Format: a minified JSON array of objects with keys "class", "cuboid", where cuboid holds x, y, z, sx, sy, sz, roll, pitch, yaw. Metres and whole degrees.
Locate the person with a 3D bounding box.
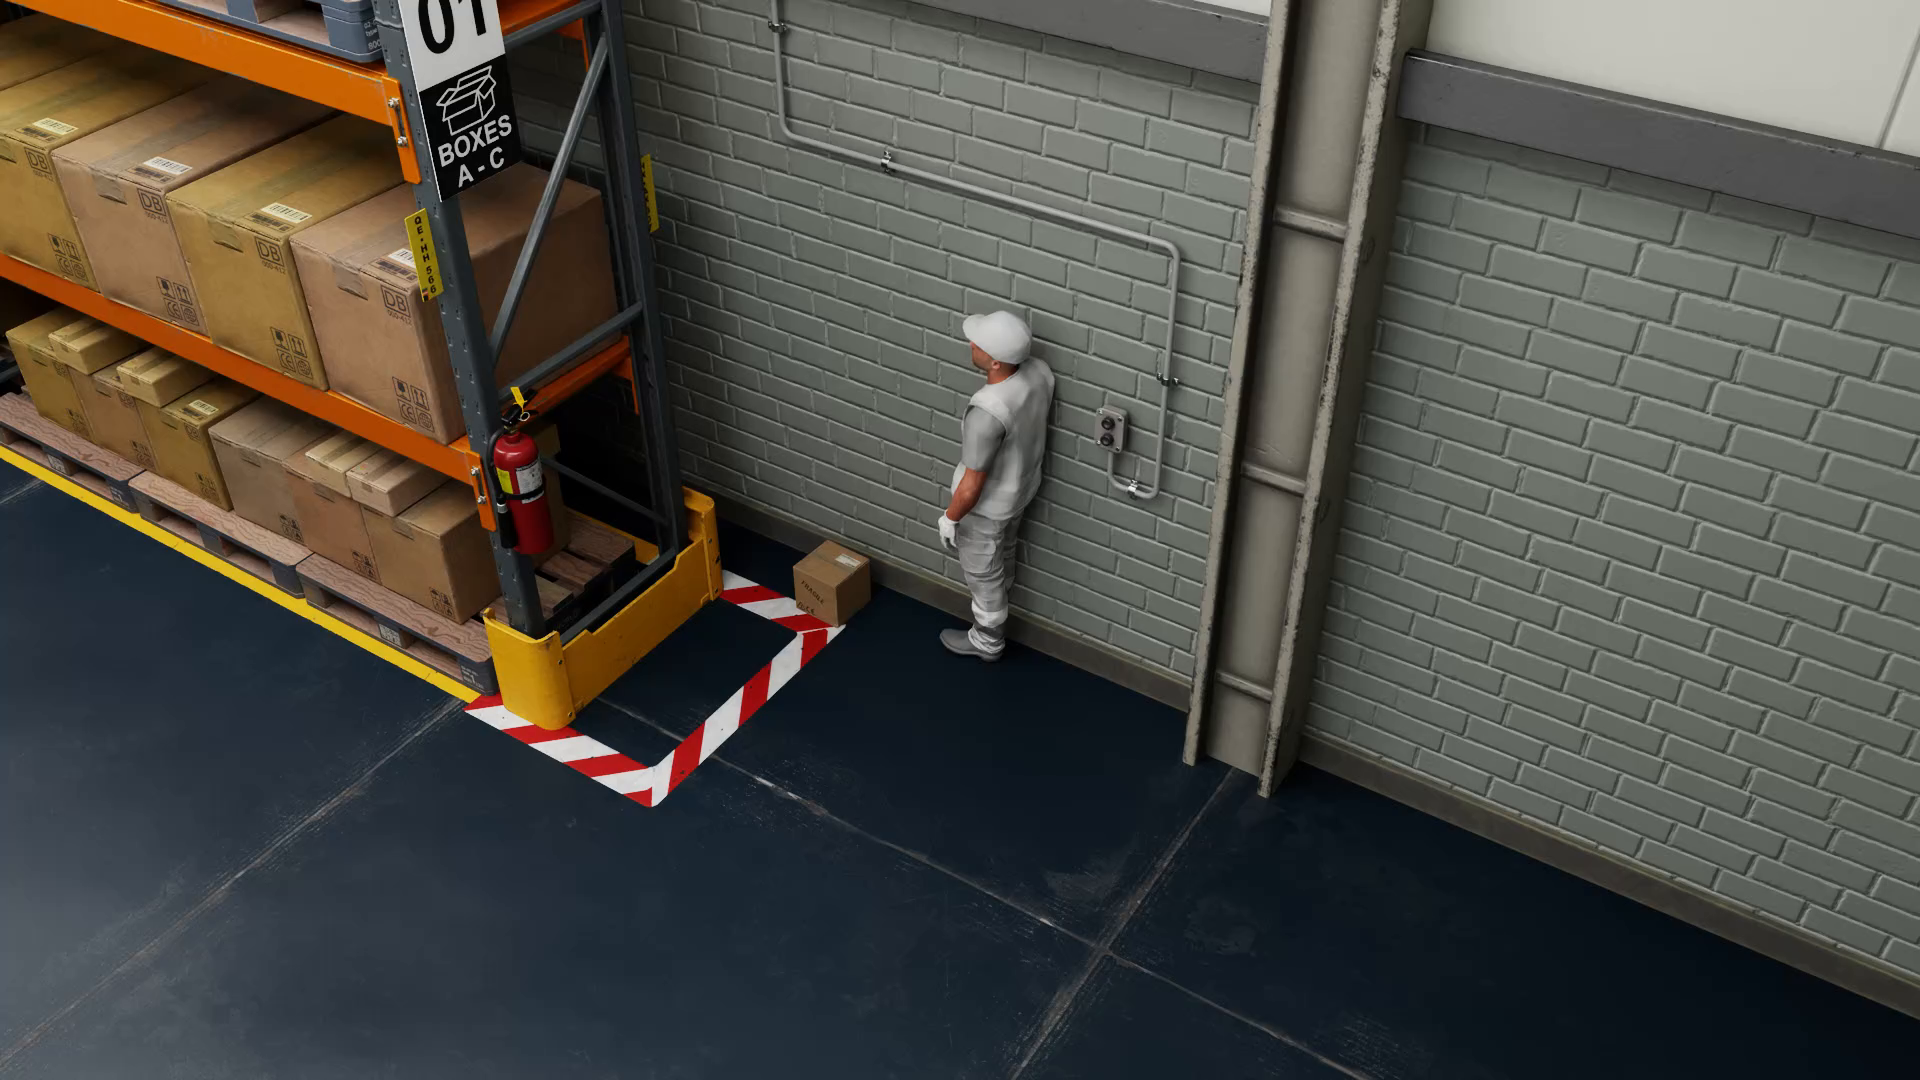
[{"class":"person","cuboid":[0.078,-0.226,6.933,0.562,1.790,0.637,22,43,26]}]
